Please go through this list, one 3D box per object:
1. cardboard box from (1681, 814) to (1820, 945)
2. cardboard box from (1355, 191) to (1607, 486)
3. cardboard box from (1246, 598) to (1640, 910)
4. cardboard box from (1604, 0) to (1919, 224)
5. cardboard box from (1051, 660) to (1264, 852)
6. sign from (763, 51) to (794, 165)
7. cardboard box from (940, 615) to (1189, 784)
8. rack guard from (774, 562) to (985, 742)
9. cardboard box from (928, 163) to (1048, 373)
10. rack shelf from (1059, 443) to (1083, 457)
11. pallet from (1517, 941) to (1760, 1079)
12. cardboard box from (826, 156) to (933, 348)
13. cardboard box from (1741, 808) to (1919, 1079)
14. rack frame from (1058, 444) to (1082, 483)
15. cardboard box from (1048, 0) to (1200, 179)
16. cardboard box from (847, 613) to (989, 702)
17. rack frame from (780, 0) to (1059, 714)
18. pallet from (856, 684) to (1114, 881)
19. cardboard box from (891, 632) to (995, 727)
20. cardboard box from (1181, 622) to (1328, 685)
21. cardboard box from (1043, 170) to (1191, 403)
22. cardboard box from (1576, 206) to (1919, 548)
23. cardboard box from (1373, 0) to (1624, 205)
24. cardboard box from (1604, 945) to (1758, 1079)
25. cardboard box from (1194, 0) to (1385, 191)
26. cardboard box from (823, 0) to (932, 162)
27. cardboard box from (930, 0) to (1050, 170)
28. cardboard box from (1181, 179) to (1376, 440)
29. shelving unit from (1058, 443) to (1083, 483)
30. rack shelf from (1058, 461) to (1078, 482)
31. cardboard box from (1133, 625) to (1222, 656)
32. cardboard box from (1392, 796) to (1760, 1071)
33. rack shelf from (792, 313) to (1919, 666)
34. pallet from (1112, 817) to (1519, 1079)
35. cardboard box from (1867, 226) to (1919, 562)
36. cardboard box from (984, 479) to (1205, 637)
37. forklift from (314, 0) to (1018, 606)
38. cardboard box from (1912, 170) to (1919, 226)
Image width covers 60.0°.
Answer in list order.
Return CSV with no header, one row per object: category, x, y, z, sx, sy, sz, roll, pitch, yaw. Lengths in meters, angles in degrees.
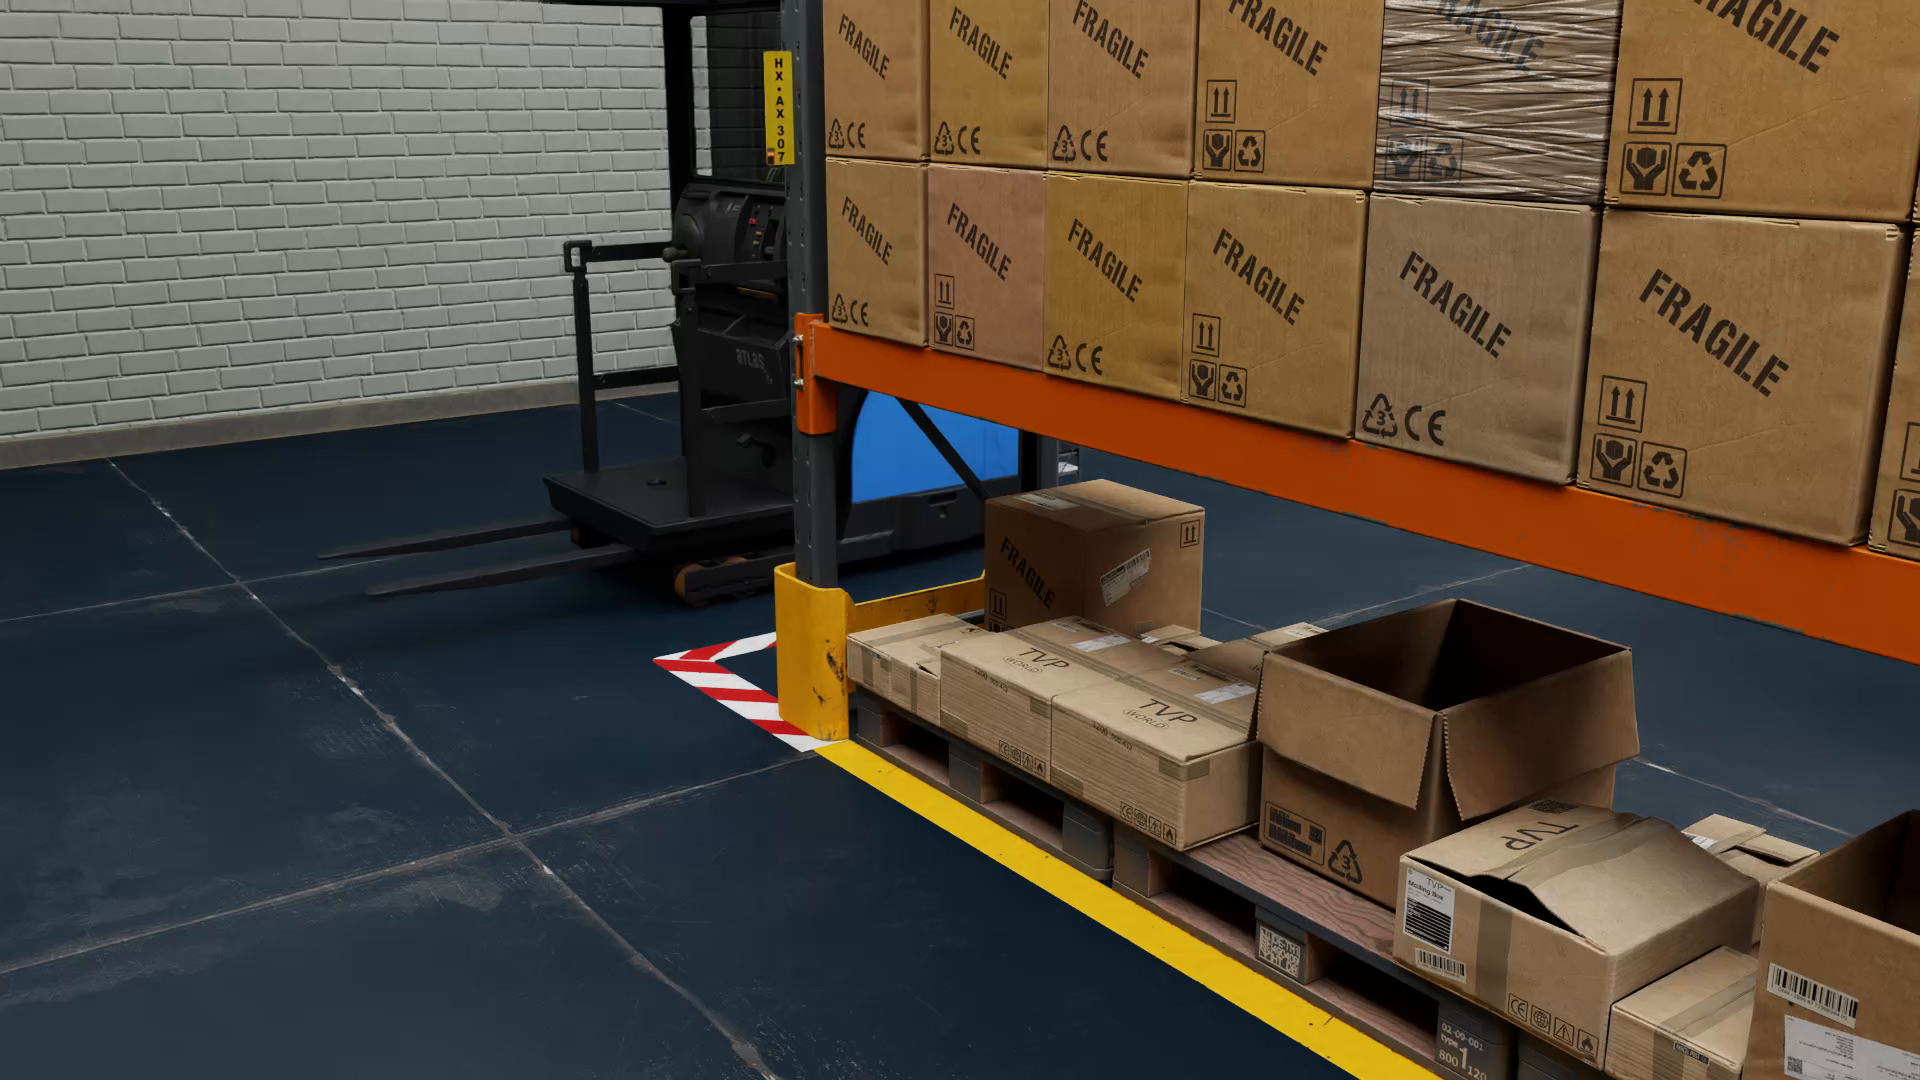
cardboard box,1.669,0.755,3.668,0.380,0.166,0.250,-11,19,-35
cardboard box,1.148,-0.427,3.265,0.500,0.500,0.500,-10,18,-33
cardboard box,1.149,0.499,3.967,0.797,0.503,0.637,-11,19,-35
cardboard box,1.447,-0.800,2.733,0.500,0.500,0.500,-11,19,-36
cardboard box,0.584,0.541,4.293,0.500,0.250,0.500,-11,19,-35
sign,-0.533,-1.280,4.931,0.100,0.325,0.005,-11,19,-35
cardboard box,0.290,0.434,4.683,0.500,0.250,0.500,-11,19,-35
rack guard,-0.050,0.275,5.624,1.175,0.500,0.348,-11,19,-35
cardboard box,0.261,-0.750,4.445,0.500,0.500,0.500,-11,19,-35
rack shelf,0.413,-0.398,7.794,0.258,0.077,0.200,-11,19,-36
pallet,1.855,1.106,3.137,1.003,0.211,1.213,-11,19,-35
cardboard box,-0.047,-0.859,4.845,0.500,0.500,0.500,-10,18,-33
cardboard box,1.693,0.823,2.788,0.500,0.500,0.500,-11,19,-35
rack frame,0.475,-0.496,7.684,0.240,0.900,0.006,-11,19,-36
cardboard box,0.557,-1.124,3.916,0.500,0.500,0.500,-11,19,-34
cardboard box,-0.126,0.359,5.150,0.380,0.149,0.250,-11,19,-35
rack frame,-0.094,-0.947,5.353,1.000,3.000,0.127,-11,19,-35
pallet,0.420,0.585,5.041,1.003,0.211,1.213,-11,19,-35
cardboard box,0.021,0.404,4.953,0.380,0.166,0.250,-11,19,-35
cardboard box,0.959,0.453,4.616,0.500,0.250,0.500,-11,19,-35
cardboard box,0.554,-0.642,4.052,0.500,0.500,0.500,-11,19,-35
cardboard box,1.452,-0.318,2.865,0.500,0.500,0.500,-10,18,-33
cardboard box,1.151,-0.908,3.127,0.500,0.500,0.500,-11,19,-34
cardboard box,1.424,0.922,3.093,0.380,0.149,0.250,-11,19,-35
cardboard box,0.856,-1.015,3.520,0.500,0.500,0.500,-11,19,-35
cardboard box,-0.047,-1.342,4.713,0.500,0.500,0.500,-10,18,-33
cardboard box,0.267,-1.231,4.309,0.500,0.500,0.500,-11,19,-34
cardboard box,0.846,-0.535,3.661,0.500,0.500,0.500,-11,19,-34
shelving unit,0.413,-0.517,7.762,0.258,0.900,0.210,-11,19,-36
rack shelf,0.413,-0.312,7.818,0.258,0.077,0.200,-11,19,-36
cardboard box,0.590,0.386,5.018,0.380,0.166,0.250,-11,19,-35
cardboard box,1.252,0.754,3.398,0.500,0.311,0.500,-11,19,-35
rack shelf,1.082,-0.173,3.888,1.077,0.370,4.000,-11,19,-35
pallet,1.133,0.845,4.090,1.003,0.211,1.213,-11,19,-35
cardboard box,1.756,-0.208,2.464,0.500,0.500,0.500,-10,18,-34
cardboard box,0.425,0.125,5.341,0.500,0.500,0.500,-11,19,-35
forklift,-1.117,-1.307,6.798,3.031,2.935,1.130,-11,19,-35
cardboard box,1.751,-0.691,2.335,0.500,0.500,0.500,-11,19,-34
